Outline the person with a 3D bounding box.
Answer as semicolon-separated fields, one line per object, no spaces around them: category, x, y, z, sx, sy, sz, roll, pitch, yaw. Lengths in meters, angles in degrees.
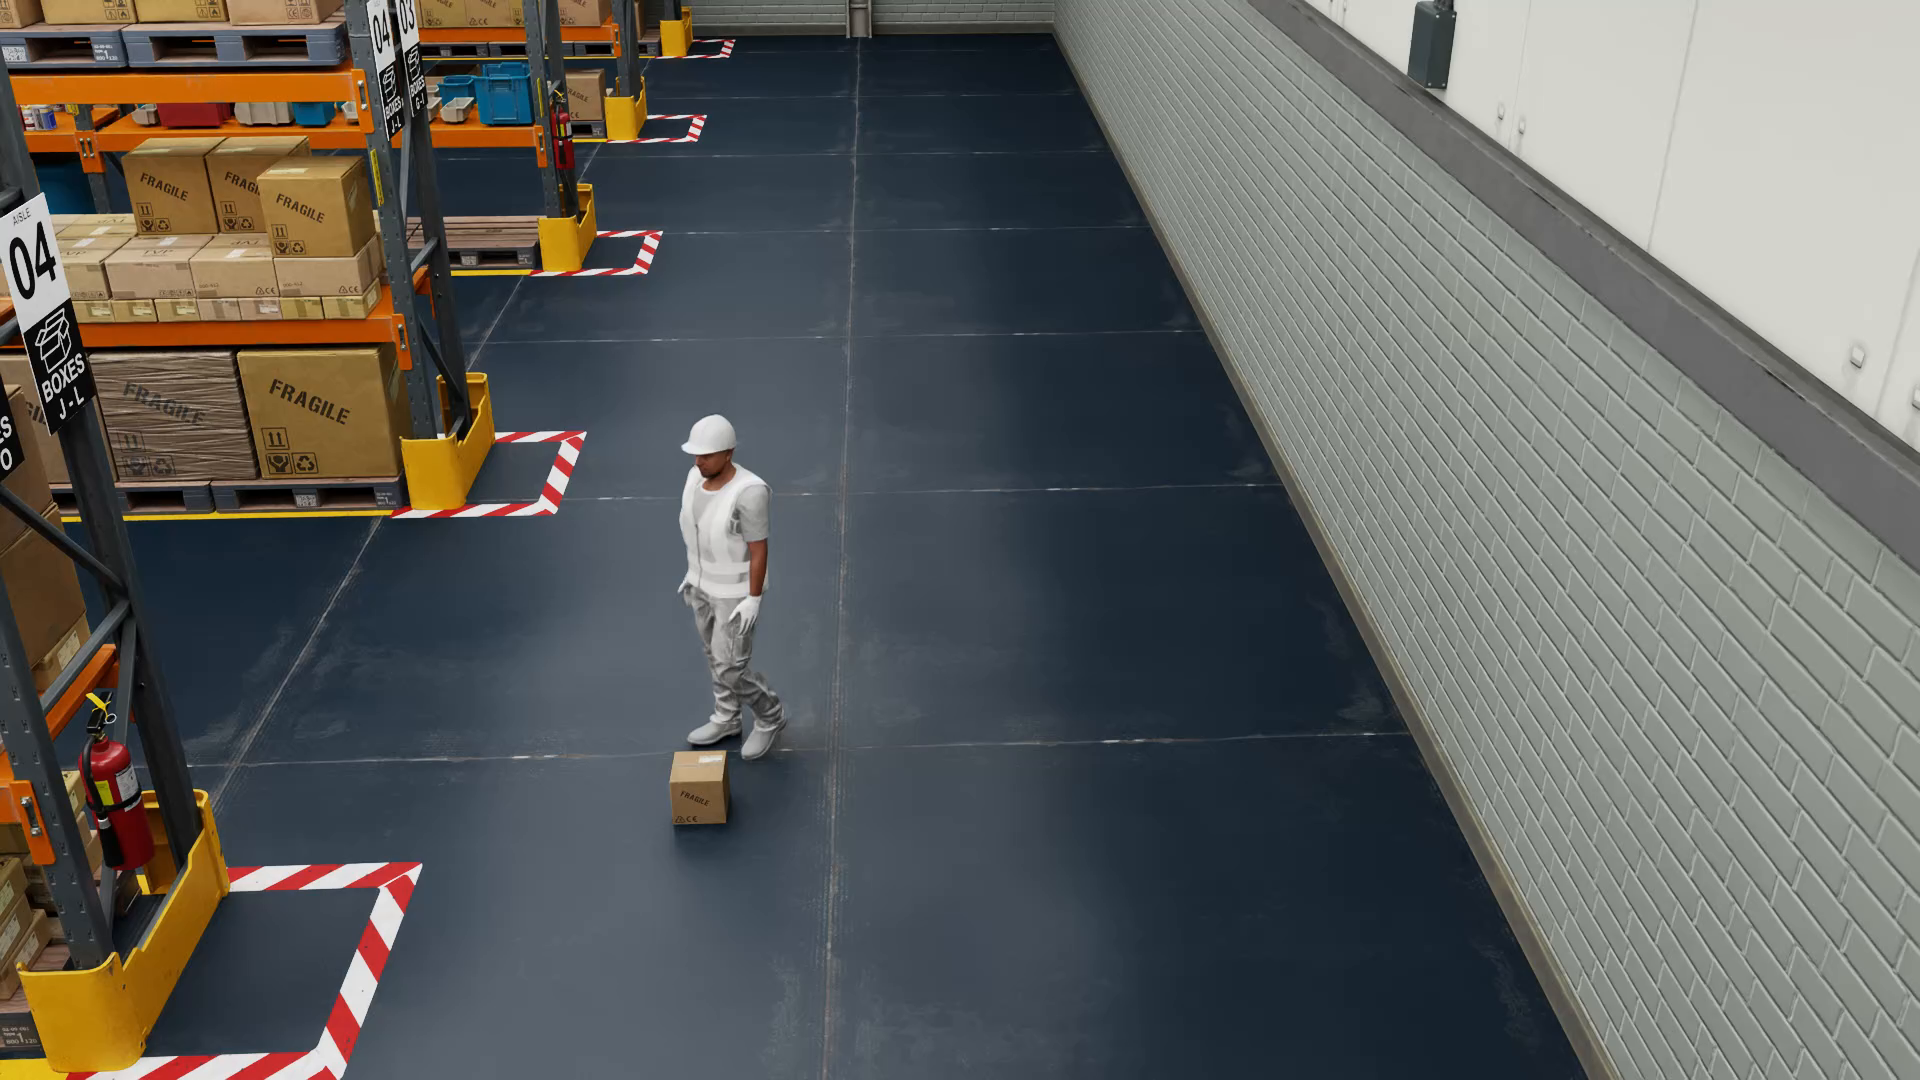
person;-1.164;0.233;8.121;0.412;1.792;0.580;-24;36;-38
